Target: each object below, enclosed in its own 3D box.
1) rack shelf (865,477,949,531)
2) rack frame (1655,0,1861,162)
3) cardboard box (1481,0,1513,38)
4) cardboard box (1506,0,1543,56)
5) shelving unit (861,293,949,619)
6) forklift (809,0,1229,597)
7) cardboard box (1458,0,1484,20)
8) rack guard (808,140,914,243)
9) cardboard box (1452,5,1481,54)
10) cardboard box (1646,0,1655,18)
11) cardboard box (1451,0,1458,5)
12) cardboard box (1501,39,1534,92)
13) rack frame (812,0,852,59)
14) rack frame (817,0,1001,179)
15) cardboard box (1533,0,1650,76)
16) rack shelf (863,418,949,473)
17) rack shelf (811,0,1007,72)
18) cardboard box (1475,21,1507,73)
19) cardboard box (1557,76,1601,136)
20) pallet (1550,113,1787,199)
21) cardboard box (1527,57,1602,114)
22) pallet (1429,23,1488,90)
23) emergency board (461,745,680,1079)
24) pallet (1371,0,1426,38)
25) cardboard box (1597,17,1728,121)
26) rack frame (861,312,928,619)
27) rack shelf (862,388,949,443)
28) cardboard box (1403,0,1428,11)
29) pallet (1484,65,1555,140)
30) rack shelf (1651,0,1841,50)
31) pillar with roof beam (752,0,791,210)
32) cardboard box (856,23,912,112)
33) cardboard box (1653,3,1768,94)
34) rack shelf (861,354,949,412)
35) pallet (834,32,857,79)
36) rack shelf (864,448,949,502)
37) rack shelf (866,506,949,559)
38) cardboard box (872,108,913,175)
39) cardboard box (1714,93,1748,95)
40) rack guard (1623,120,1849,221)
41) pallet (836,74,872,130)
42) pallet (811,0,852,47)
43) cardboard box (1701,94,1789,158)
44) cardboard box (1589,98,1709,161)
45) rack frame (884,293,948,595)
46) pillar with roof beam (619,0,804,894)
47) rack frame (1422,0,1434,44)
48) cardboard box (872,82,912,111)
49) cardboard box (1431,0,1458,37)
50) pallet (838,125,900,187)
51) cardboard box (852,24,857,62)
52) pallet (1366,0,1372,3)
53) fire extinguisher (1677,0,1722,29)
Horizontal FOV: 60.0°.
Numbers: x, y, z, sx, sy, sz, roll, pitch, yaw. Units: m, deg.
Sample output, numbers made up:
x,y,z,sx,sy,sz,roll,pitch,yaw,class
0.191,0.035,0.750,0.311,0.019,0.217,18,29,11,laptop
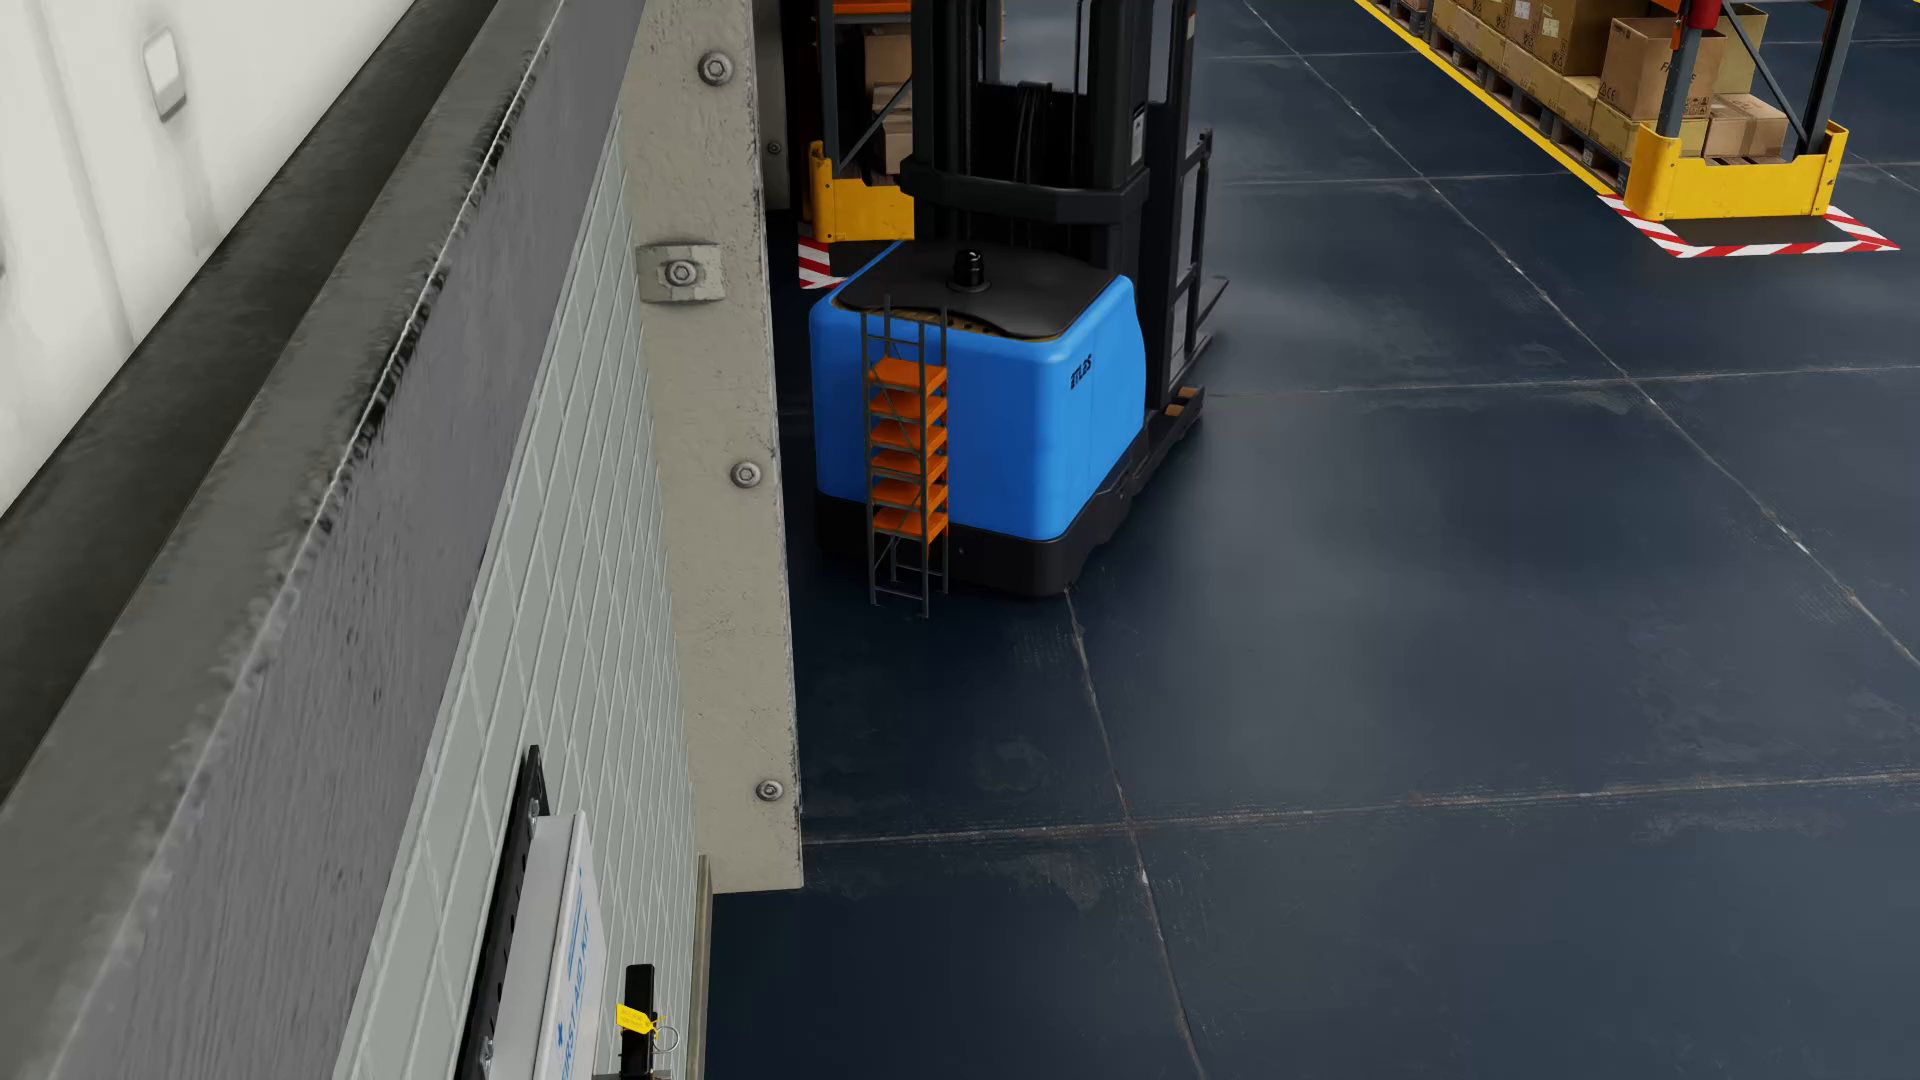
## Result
x,y,z,sx,sy,sz,roll,pitch,yaw,class
-0.194,-0.145,6.144,0.258,0.103,0.180,12,33,20,rack shelf
4.655,-3.323,9.389,1.000,3.000,0.127,-3,31,-5,rack frame
4.106,-3.925,11.936,0.500,0.500,0.500,-3,31,-5,cardboard box
4.155,-3.670,11.509,0.500,0.500,0.500,-3,31,-5,cardboard box
-0.194,-0.286,6.059,0.258,1.200,0.189,12,33,20,shelving unit
0.476,-1.783,6.877,1.130,2.935,3.031,12,33,20,forklift
4.067,-4.181,12.364,0.500,0.500,0.500,-3,31,-5,cardboard box
-0.284,-2.050,9.694,1.175,0.500,0.348,-3,31,-5,rack guard
4.064,-3.859,12.557,0.500,0.250,0.500,-3,31,-5,cardboard box
4.718,-3.439,11.123,0.500,0.500,0.500,-3,31,-5,cardboard box
4.012,-4.435,12.791,0.500,0.500,0.500,-3,31,-5,cardboard box
4.158,-3.348,11.702,0.500,0.250,0.500,-3,31,-5,cardboard box
-0.651,-5.126,12.407,1.000,3.000,0.127,-3,31,-5,rack frame
-0.277,-3.084,8.988,1.000,3.000,0.127,-3,31,-5,rack frame
4.200,-3.414,11.082,0.500,0.500,0.500,-3,31,-5,cardboard box
-0.194,-0.351,6.021,0.258,0.103,0.180,12,33,20,rack shelf
-0.464,-3.796,10.882,1.077,0.370,4.000,-3,31,-5,rack shelf
4.106,-3.603,12.129,0.500,0.250,0.500,-3,31,-5,cardboard box
4.252,-2.837,10.847,0.500,0.250,0.500,-3,31,-5,cardboard box
4.541,-2.515,10.754,1.003,0.211,1.213,-3,31,-5,pallet
4.203,-3.093,11.274,0.500,0.250,0.500,-3,31,-5,cardboard box
4.313,-3.760,12.840,1.003,0.211,1.213,-3,31,-5,pallet
-0.450,0.927,2.273,0.194,1.169,0.643,-3,31,-5,emergency board
4.173,-4.543,14.149,1.003,0.211,1.213,-3,31,-5,pallet
4.308,-2.905,10.228,0.500,0.500,0.500,-3,31,-5,cardboard box
-0.231,-0.243,5.987,0.240,1.200,0.006,12,33,20,rack frame
-0.194,-0.454,5.959,0.258,0.103,0.180,12,33,20,rack shelf
3.953,-4.563,13.736,0.500,0.250,0.500,-3,31,-5,cardboard box
4.431,-3.136,11.794,1.003,0.211,1.213,-3,31,-5,pallet
4.468,-4.036,11.283,1.077,0.370,4.000,-3,31,-5,rack shelf
3.082,-6.182,8.324,9.100,9.000,0.400,-3,31,-5,pillar with roof beam
-0.324,-3.225,11.233,0.700,0.500,0.500,-5,31,-8,cardboard box
4.777,-3.185,10.697,0.500,0.500,0.500,-3,31,-5,cardboard box
-0.194,-0.557,5.898,0.258,0.103,0.180,12,33,20,rack shelf
-0.553,-3.588,12.551,1.003,0.211,1.213,-3,31,-5,pallet
-0.194,-0.248,6.082,0.258,0.103,0.180,12,33,20,rack shelf
-0.194,-0.042,6.205,0.258,0.103,0.180,12,33,20,rack shelf
-0.252,-2.476,10.163,0.500,0.311,0.500,-6,31,-10,cardboard box
4.776,-2.863,10.889,0.500,0.250,0.500,-3,31,-5,cardboard box
4.657,-2.238,10.009,1.175,0.500,0.348,-3,31,-5,rack guard
-0.436,-2.964,11.506,1.003,0.211,1.213,-3,31,-5,pallet
-0.725,-4.327,13.788,1.003,0.211,1.213,-3,31,-5,pallet
4.826,-2.608,10.462,0.500,0.250,0.500,-3,31,-5,cardboard box
4.310,-2.583,10.421,0.500,0.250,0.500,-3,31,-5,cardboard box
-0.158,-0.329,6.132,0.240,1.200,0.006,12,33,20,rack frame
3.643,-3.118,3.195,9.100,9.000,0.400,-3,31,-5,pillar with roof beam
4.281,-5.365,12.808,1.000,3.000,0.127,-3,31,-5,rack frame
-0.305,-2.767,10.651,0.500,0.311,0.500,0,31,0,cardboard box
4.022,-4.114,12.984,0.500,0.250,0.500,-3,31,-5,cardboard box
-0.325,-2.342,10.465,1.003,0.211,1.213,-3,31,-5,pallet
-0.514,-3.714,12.051,0.500,0.500,0.500,-5,31,-8,cardboard box
4.056,-5.167,15.194,1.003,0.211,1.213,-3,31,-5,pallet
4.203,-3.207,9.270,0.296,0.674,0.183,-3,31,-5,fire extinguisher
